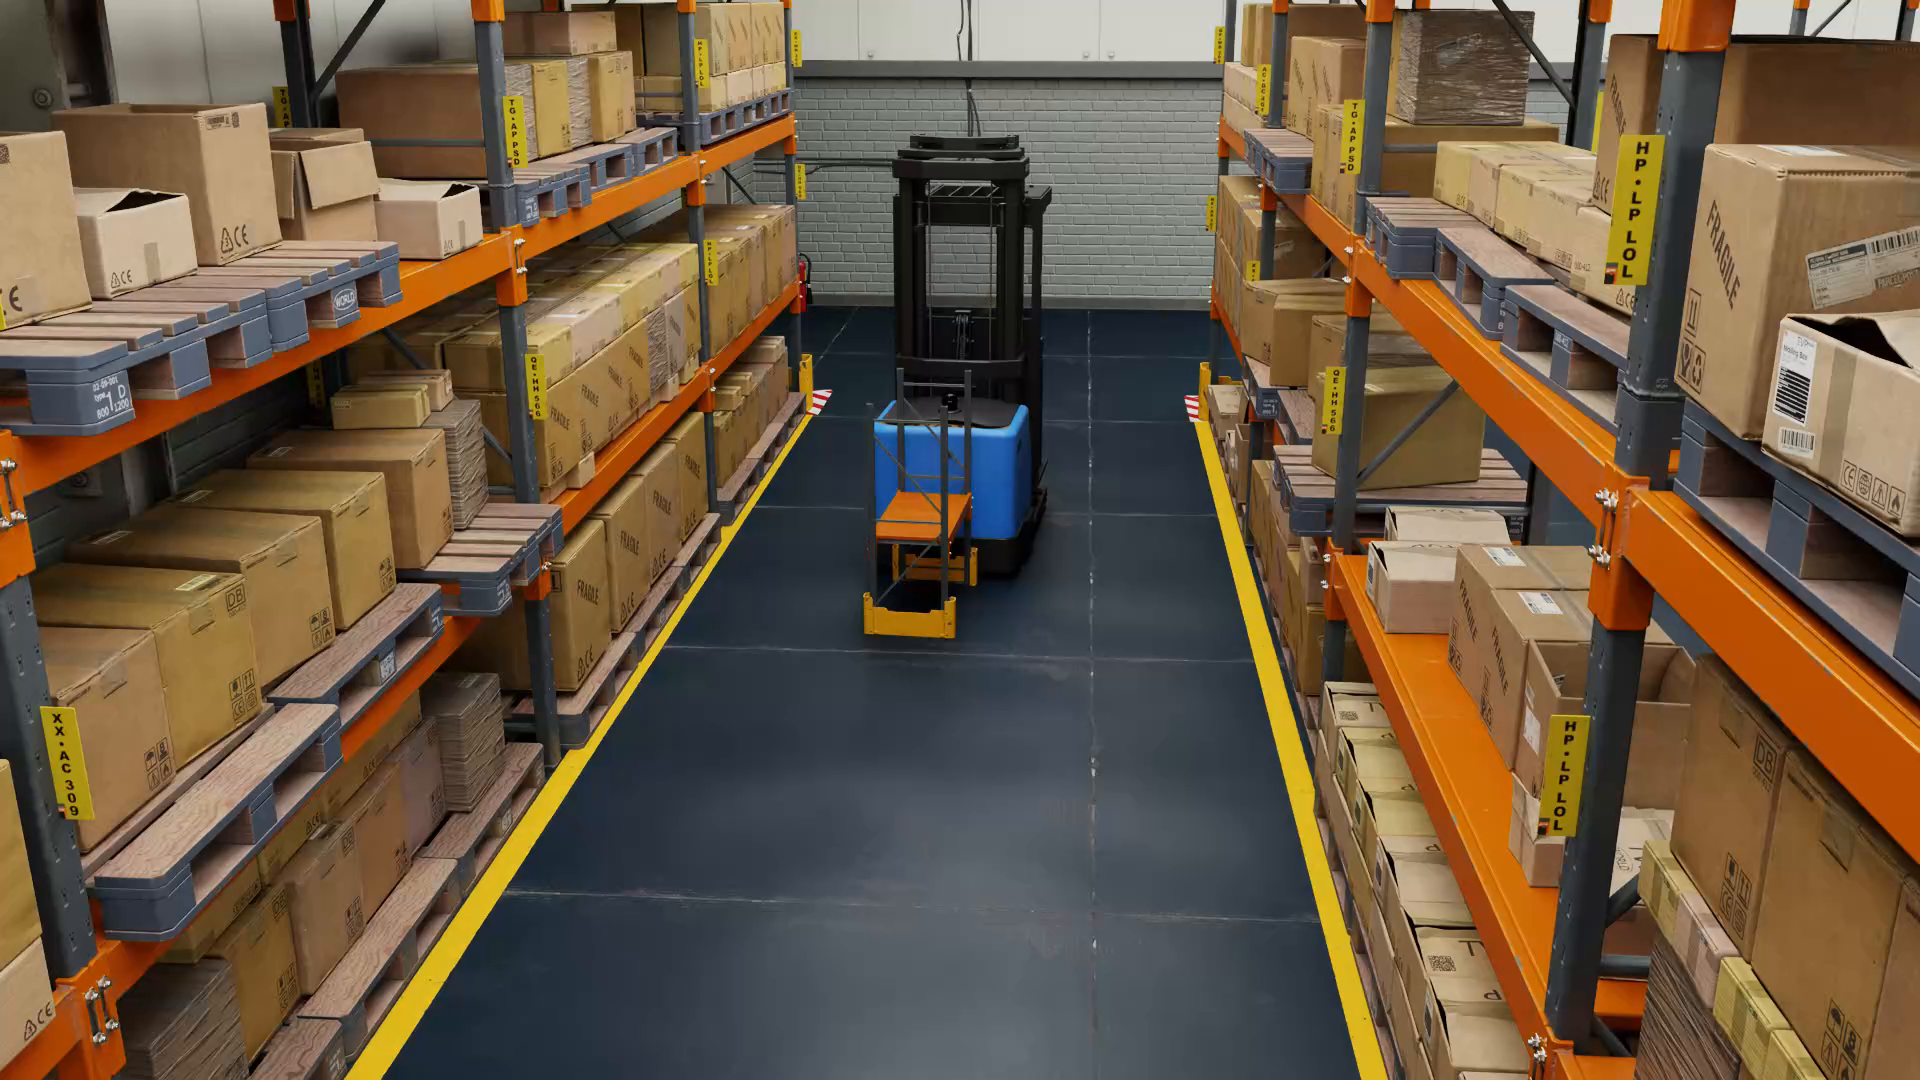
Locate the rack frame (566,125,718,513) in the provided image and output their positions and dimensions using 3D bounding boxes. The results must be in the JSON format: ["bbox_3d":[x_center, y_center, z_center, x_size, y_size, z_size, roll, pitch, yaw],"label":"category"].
[{"bbox_3d":[-2.336,-1.490,12.153,1.000,3.000,0.127,1,18,4],"label":"rack frame"}]

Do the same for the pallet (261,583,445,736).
[{"bbox_3d":[-2.724,0.459,6.512,1.003,0.211,1.213,1,18,4],"label":"pallet"}]

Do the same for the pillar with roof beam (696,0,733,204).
[{"bbox_3d":[1.575,-6.345,17.335,9.100,9.000,0.400,1,18,4],"label":"pillar with roof beam"}]

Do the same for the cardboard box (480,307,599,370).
[{"bbox_3d":[-2.296,-1.104,9.102,0.500,0.250,0.500,1,18,3],"label":"cardboard box"}]

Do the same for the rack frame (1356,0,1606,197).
[{"bbox_3d":[2.318,-2.989,7.093,1.000,3.000,0.127,1,18,4],"label":"rack frame"}]

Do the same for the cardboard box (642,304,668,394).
[{"bbox_3d":[-2.189,-1.225,10.673,0.500,0.500,0.500,1,18,4],"label":"cardboard box"}]

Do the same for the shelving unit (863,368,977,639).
[{"bbox_3d":[-0.247,-0.268,10.832,0.587,1.500,1.083,3,18,8],"label":"shelving unit"}]

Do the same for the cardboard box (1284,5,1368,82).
[{"bbox_3d":[2.602,-3.480,11.644,0.700,0.500,0.500,1,18,4],"label":"cardboard box"}]

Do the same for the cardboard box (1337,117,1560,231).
[{"bbox_3d":[2.316,-1.747,7.961,0.910,0.500,0.500,1,18,4],"label":"cardboard box"}]

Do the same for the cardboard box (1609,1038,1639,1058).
[{"bbox_3d":[2.351,1.667,5.360,0.500,0.311,0.500,1,18,3],"label":"cardboard box"}]

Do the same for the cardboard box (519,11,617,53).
[{"bbox_3d":[-2.530,-3.258,10.660,0.500,0.250,0.500,3,18,8],"label":"cardboard box"}]

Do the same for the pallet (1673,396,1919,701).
[{"bbox_3d":[1.996,-0.014,2.973,1.003,0.211,1.213,1,18,4],"label":"pallet"}]

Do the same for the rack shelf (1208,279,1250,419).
[{"bbox_3d":[2.748,-1.660,13.826,1.077,0.370,4.000,1,18,4],"label":"rack shelf"}]

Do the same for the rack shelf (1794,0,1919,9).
[{"bbox_3d":[7.689,-4.209,12.614,1.077,0.370,4.000,1,18,4],"label":"rack shelf"}]

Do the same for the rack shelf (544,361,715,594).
[{"bbox_3d":[-2.480,-0.527,10.369,1.077,0.370,4.000,1,18,4],"label":"rack shelf"}]

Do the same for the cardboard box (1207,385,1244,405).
[{"bbox_3d":[2.519,-1.355,15.612,0.380,0.149,0.250,1,18,4],"label":"cardboard box"}]

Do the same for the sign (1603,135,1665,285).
[{"bbox_3d":[1.489,-0.726,3.667,0.100,0.325,0.005,1,18,4],"label":"sign"}]

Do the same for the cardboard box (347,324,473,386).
[{"bbox_3d":[-2.849,-0.949,8.627,0.500,0.250,0.500,2,18,5],"label":"cardboard box"}]

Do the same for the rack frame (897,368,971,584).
[{"bbox_3d":[-0.173,-0.422,11.301,0.500,1.500,0.032,3,18,8],"label":"rack frame"}]

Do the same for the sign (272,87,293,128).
[{"bbox_3d":[-3.176,-1.971,7.847,0.100,0.325,0.005,1,18,4],"label":"sign"}]

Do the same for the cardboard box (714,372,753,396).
[{"bbox_3d":[-1.937,-1.304,13.884,0.380,0.149,0.250,1,18,2],"label":"cardboard box"}]

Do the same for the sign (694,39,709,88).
[{"bbox_3d":[-1.794,-3.301,11.528,0.100,0.325,0.005,1,18,4],"label":"sign"}]

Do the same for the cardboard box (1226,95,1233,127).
[{"bbox_3d":[2.552,-3.668,14.224,0.500,0.250,0.500,1,18,4],"label":"cardboard box"}]

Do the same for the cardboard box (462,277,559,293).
[{"bbox_3d":[-2.733,-1.427,10.086,0.500,0.250,0.500,1,18,3],"label":"cardboard box"}]

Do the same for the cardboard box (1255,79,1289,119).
[{"bbox_3d":[2.369,-3.129,11.777,0.500,0.250,0.500,1,18,4],"label":"cardboard box"}]

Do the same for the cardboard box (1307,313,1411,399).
[{"bbox_3d":[2.540,-1.077,10.059,0.700,0.500,0.500,-3,18,-10],"label":"cardboard box"}]

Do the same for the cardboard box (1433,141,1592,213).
[{"bbox_3d":[2.342,-1.550,7.084,0.500,0.250,0.500,0,18,0],"label":"cardboard box"}]

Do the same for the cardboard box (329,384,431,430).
[{"bbox_3d":[-2.626,-0.604,7.541,0.380,0.149,0.250,-2,18,-5],"label":"cardboard box"}]

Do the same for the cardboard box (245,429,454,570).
[{"bbox_3d":[-2.660,-0.184,7.299,0.700,0.500,0.500,0,18,-1],"label":"cardboard box"}]

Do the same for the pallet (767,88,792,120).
[{"bbox_3d":[-2.092,-3.885,14.787,1.003,0.211,1.213,1,18,4],"label":"pallet"}]

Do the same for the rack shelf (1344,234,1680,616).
[{"bbox_3d":[2.175,-0.601,5.777,1.077,0.370,4.000,1,18,4],"label":"rack shelf"}]

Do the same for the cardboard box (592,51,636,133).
[{"bbox_3d":[-2.509,-2.901,10.775,0.700,0.500,0.500,0,18,1],"label":"cardboard box"}]

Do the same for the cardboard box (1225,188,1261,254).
[{"bbox_3d":[2.526,-2.696,14.066,0.500,0.500,0.500,2,18,5],"label":"cardboard box"}]

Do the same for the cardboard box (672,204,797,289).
[{"bbox_3d":[-2.076,-2.716,15.413,0.980,0.700,0.700,2,18,6],"label":"cardboard box"}]

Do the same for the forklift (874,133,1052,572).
[{"bbox_3d":[0.094,-1.587,12.558,1.130,2.935,3.031,3,18,8],"label":"forklift"}]

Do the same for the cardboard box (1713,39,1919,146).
[{"bbox_3d":[2.115,-0.997,4.192,0.500,0.500,0.500,2,18,5],"label":"cardboard box"}]

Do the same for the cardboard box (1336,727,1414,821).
[{"bbox_3d":[1.958,1.022,7.328,0.500,0.311,0.500,1,18,3],"label":"cardboard box"}]

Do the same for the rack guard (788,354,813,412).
[{"bbox_3d":[-2.048,-1.552,16.356,1.175,0.500,0.348,1,18,4],"label":"rack guard"}]

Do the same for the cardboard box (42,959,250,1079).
[{"bbox_3d":[-2.874,1.745,5.589,0.700,0.500,0.500,2,18,6],"label":"cardboard box"}]

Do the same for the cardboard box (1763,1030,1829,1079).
[{"bbox_3d":[1.767,1.067,3.147,0.380,0.149,0.250,1,18,3],"label":"cardboard box"}]

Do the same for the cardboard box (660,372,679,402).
[{"bbox_3d":[-2.097,-1.027,11.111,0.380,0.149,0.250,1,18,4],"label":"cardboard box"}]

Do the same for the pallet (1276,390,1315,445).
[{"bbox_3d":[2.453,-0.651,9.901,1.003,0.211,1.213,1,18,4],"label":"pallet"}]

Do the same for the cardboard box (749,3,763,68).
[{"bbox_3d":[-1.906,-4.139,13.622,0.500,0.500,0.500,0,18,1],"label":"cardboard box"}]

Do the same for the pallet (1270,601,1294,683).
[{"bbox_3d":[2.499,0.578,10.320,1.003,0.211,1.213,1,18,4],"label":"pallet"}]

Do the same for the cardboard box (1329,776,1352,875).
[{"bbox_3d":[1.952,1.281,7.437,0.500,0.250,0.500,1,18,2],"label":"cardboard box"}]

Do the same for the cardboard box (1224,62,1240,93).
[{"bbox_3d":[2.595,-4.061,14.619,0.500,0.250,0.500,1,18,4],"label":"cardboard box"}]

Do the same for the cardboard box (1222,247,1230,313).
[{"bbox_3d":[2.526,-2.222,14.227,0.500,0.500,0.500,1,18,4],"label":"cardboard box"}]

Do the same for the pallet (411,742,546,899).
[{"bbox_3d":[-2.681,1.320,8.055,1.003,0.211,1.213,1,18,4],"label":"pallet"}]

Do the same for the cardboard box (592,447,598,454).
[{"bbox_3d":[-2.333,-0.555,9.671,0.380,0.149,0.250,2,18,5],"label":"cardboard box"}]

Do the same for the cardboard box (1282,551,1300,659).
[{"bbox_3d":[2.188,0.384,9.741,0.500,0.500,0.500,1,18,2],"label":"cardboard box"}]

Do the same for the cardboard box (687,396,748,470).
[{"bbox_3d":[-2.141,-0.888,13.654,0.700,0.500,0.500,1,18,3],"label":"cardboard box"}]

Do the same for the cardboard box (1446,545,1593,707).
[{"bbox_3d":[2.214,0.336,6.420,0.500,0.500,0.500,0,18,1],"label":"cardboard box"}]

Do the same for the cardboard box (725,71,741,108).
[{"bbox_3d":[-1.973,-3.458,12.747,0.500,0.250,0.500,1,18,3],"label":"cardboard box"}]

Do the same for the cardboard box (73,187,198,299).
[{"bbox_3d":[-2.747,-0.947,5.148,0.500,0.311,0.500,2,18,6],"label":"cardboard box"}]

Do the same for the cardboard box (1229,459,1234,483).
[{"bbox_3d":[2.330,-0.536,13.113,0.380,0.149,0.250,1,18,4],"label":"cardboard box"}]
